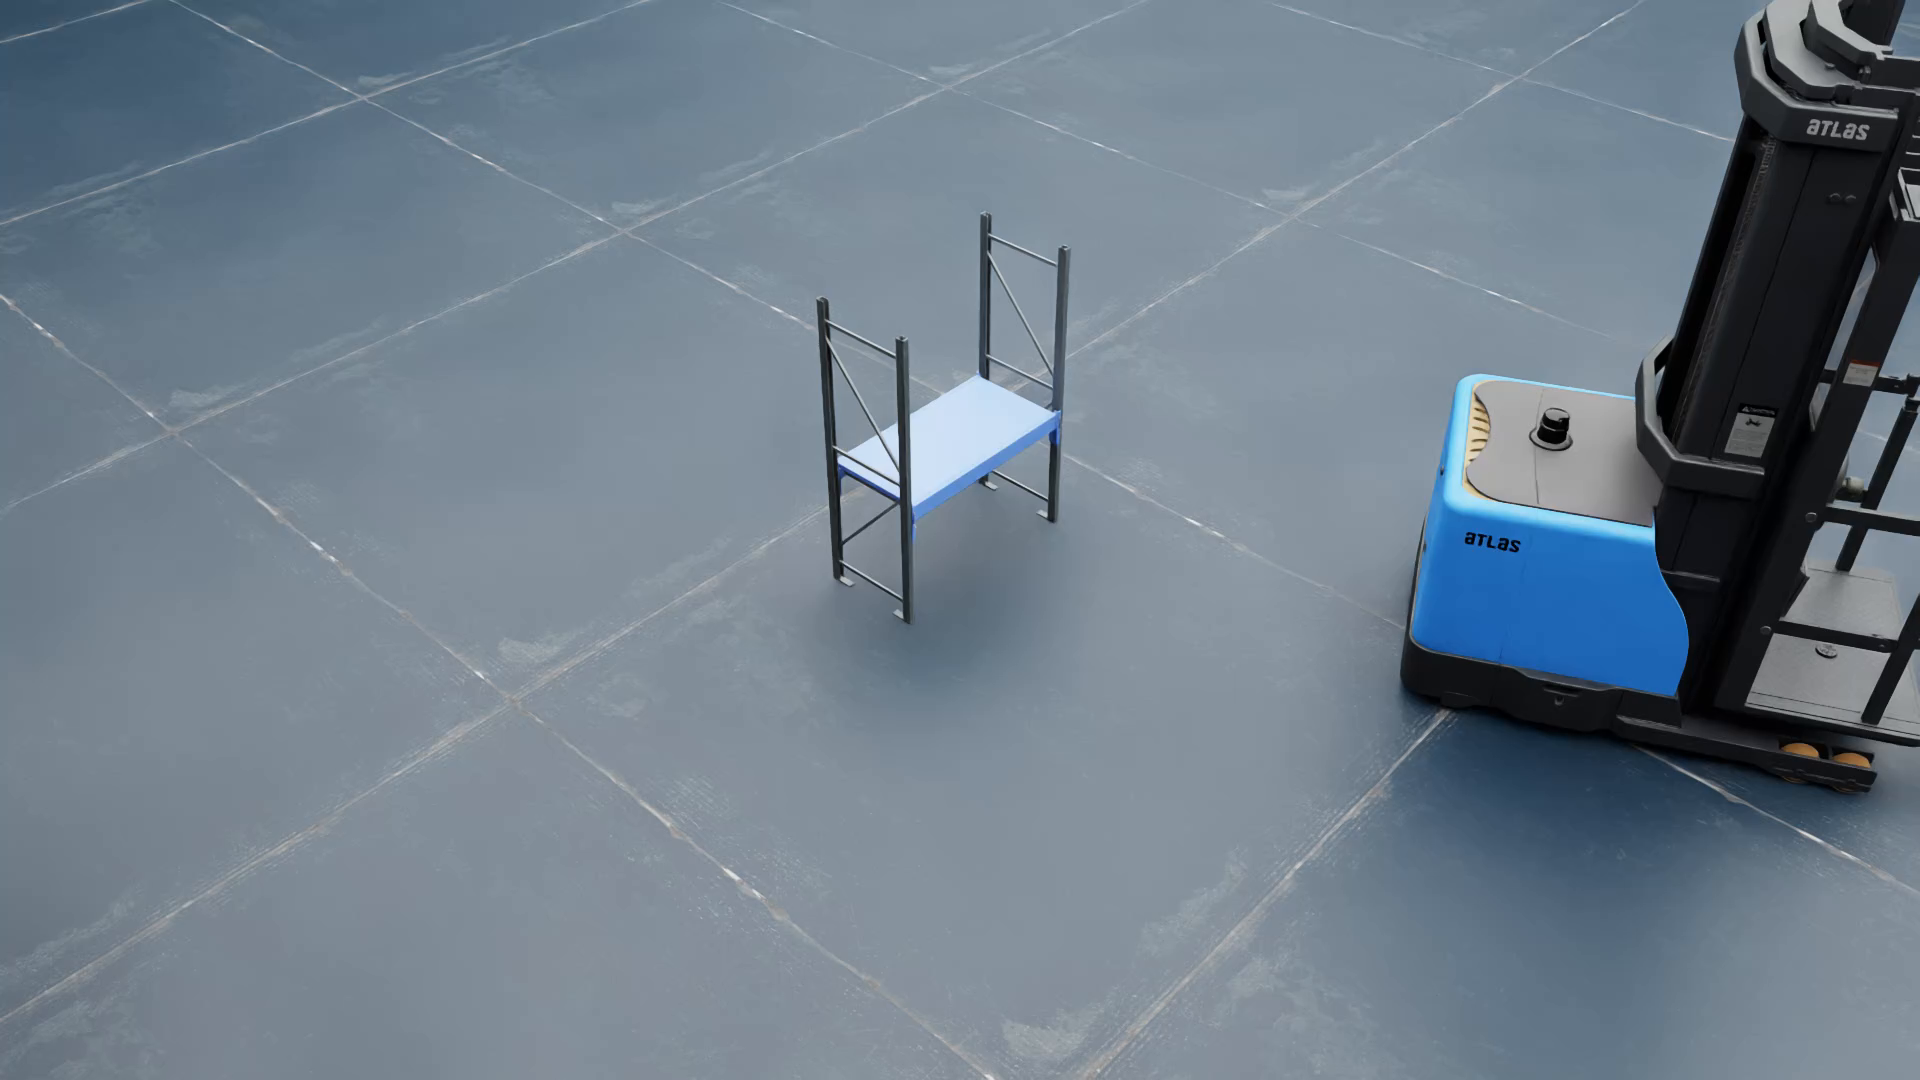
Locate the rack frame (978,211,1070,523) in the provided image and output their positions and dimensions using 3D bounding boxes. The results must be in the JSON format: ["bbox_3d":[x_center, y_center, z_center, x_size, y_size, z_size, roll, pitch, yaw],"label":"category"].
[{"bbox_3d":[0.285,-0.781,7.811,0.500,1.500,0.032,30,47,32],"label":"rack frame"}]

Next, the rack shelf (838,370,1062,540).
[{"bbox_3d":[-0.058,-0.407,7.629,0.538,0.185,1.000,30,47,32],"label":"rack shelf"}]

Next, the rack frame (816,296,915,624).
[{"bbox_3d":[-0.400,-0.314,7.224,0.500,1.500,0.032,30,47,32],"label":"rack frame"}]

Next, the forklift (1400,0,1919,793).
[{"bbox_3d":[3.475,-0.492,6.297,3.031,2.935,1.130,11,40,13],"label":"forklift"}]

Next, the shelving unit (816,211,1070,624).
[{"bbox_3d":[-0.058,-0.548,7.517,0.538,1.500,1.048,30,47,32],"label":"shelving unit"}]
